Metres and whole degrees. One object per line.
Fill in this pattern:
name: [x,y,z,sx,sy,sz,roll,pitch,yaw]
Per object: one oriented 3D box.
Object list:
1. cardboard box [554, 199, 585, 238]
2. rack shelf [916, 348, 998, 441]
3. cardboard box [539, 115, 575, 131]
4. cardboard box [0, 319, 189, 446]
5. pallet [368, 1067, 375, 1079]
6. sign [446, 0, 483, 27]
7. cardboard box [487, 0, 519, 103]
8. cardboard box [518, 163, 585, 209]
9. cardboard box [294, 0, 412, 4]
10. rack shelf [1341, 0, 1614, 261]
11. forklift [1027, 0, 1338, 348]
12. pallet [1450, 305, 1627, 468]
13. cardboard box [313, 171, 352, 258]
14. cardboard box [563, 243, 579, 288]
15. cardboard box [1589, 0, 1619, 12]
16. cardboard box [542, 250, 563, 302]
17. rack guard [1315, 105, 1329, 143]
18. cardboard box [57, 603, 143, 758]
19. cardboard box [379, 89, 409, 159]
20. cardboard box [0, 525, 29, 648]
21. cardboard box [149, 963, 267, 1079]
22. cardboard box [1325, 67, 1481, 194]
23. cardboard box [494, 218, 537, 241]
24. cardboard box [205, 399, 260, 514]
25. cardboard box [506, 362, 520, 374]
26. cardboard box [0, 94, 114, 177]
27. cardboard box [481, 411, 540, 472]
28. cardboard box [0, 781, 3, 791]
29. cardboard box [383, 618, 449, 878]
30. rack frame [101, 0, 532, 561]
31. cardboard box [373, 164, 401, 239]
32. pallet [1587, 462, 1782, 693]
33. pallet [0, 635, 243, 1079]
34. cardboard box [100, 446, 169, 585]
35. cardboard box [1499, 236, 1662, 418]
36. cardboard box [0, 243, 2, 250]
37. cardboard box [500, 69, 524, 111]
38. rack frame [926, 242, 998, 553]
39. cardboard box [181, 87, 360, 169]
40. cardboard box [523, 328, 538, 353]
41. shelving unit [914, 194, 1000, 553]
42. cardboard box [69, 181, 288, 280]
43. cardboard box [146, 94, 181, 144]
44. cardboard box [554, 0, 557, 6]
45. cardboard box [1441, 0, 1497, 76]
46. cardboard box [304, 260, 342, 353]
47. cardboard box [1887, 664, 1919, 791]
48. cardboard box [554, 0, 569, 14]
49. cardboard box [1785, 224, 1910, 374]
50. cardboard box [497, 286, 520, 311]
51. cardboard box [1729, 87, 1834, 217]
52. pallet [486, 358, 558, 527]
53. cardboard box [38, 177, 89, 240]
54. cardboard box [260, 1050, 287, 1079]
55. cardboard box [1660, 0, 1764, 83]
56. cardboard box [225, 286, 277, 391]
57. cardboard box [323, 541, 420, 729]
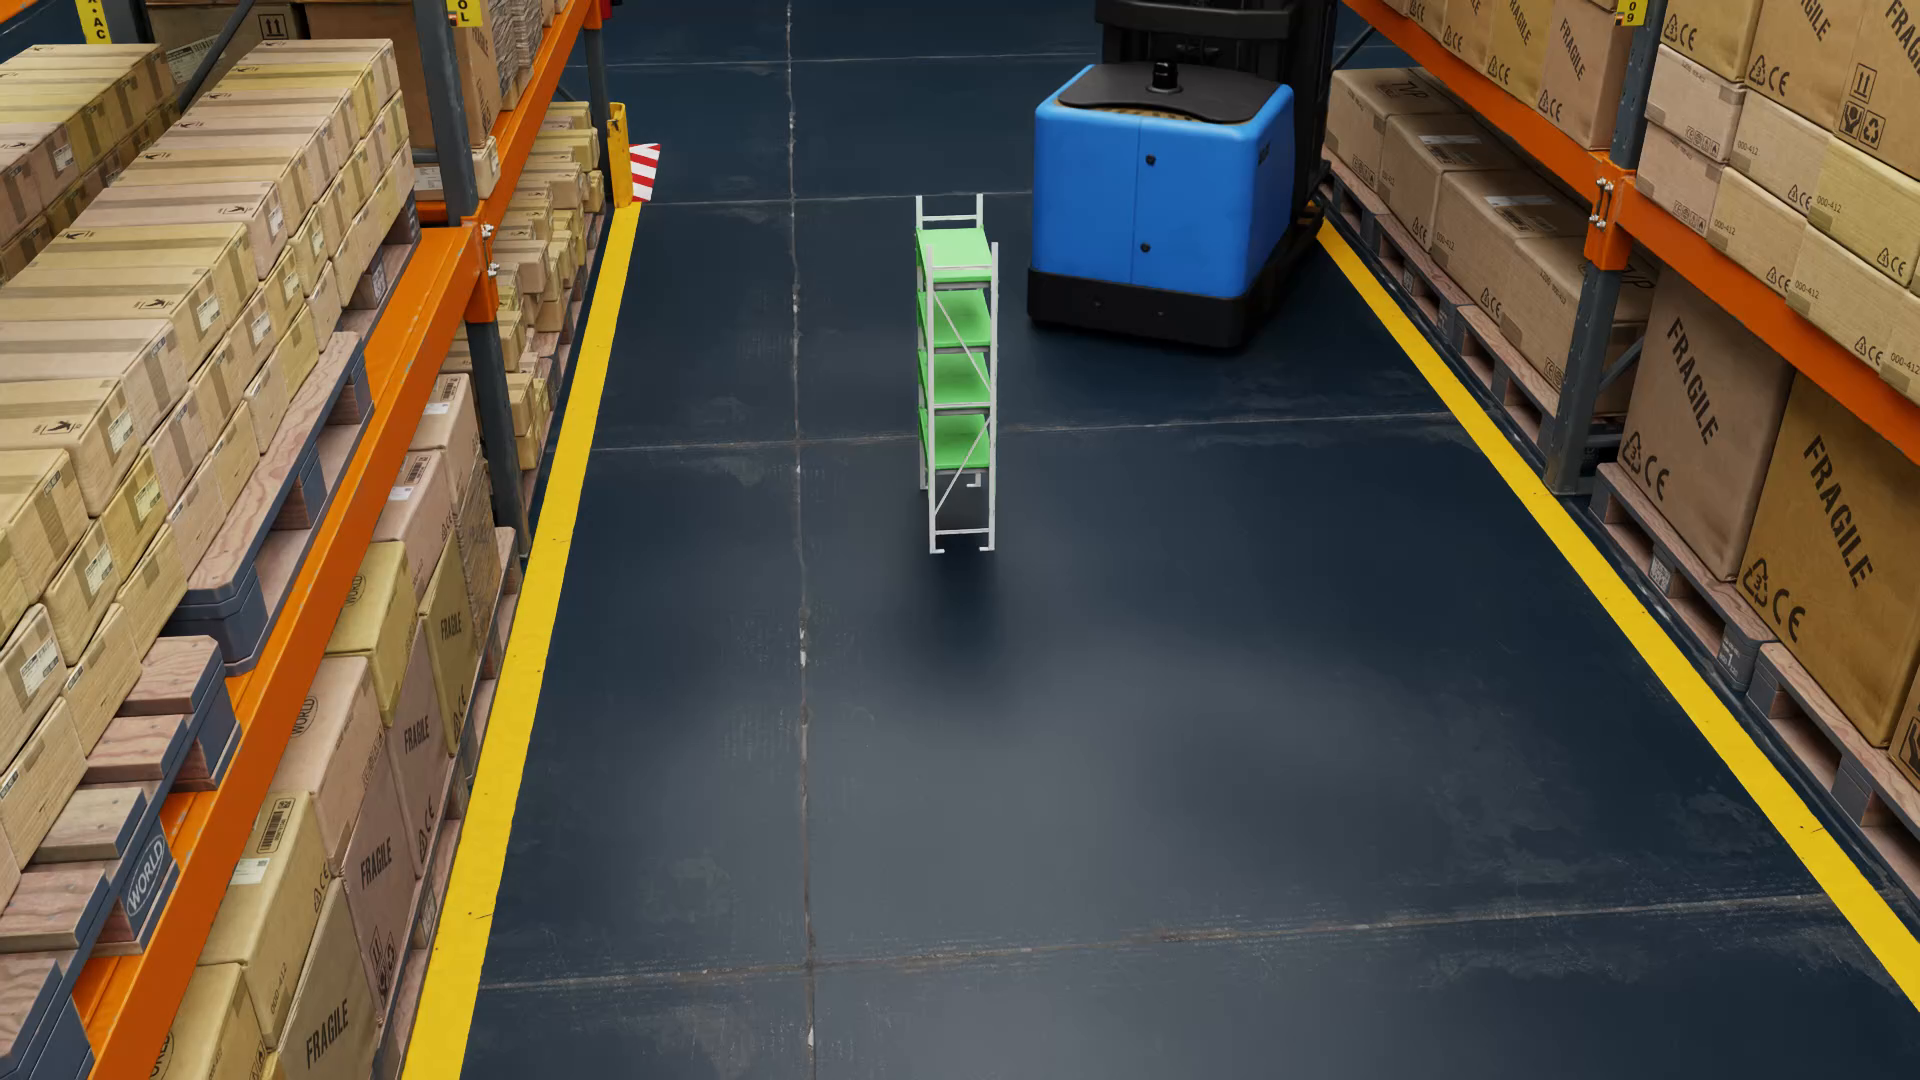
cardboard box: [-2.024,-1.562,8.021,0.380,0.149,0.250,-2,31,-4]
rack shelf: [-0.015,-0.545,6.117,0.258,0.148,0.480,-3,31,-5]
cardboard box: [-2.201,-2.086,8.607,0.380,0.149,0.250,-2,31,-4]
cardboard box: [-1.670,-0.288,3.062,0.380,0.149,0.250,-1,31,-2]
pallet: [-1.794,1.619,3.333,1.003,0.211,1.213,-3,31,-5]
sign: [-1.543,-1.746,5.120,0.100,0.325,0.005,-3,31,-5]
cardboard box: [-1.944,-1.909,6.133,0.500,0.500,0.500,-3,31,-5]
cardboard box: [-2.009,-1.690,7.944,0.380,0.149,0.250,-2,31,-3]
cardboard box: [-1.895,-2.063,5.416,0.500,0.500,0.500,-2,31,-3]
rack shelf: [2.636,-2.222,7.746,1.077,0.370,4.000,-3,31,-5]
forklift: [1.330,-2.875,8.205,1.130,2.935,3.031,11,33,18]
pallet: [2.830,-0.705,7.224,1.003,0.211,1.213,-3,31,-5]
cardboard box: [-1.786,-0.827,4.254,0.380,0.149,0.250,-4,31,-6]
cardboard box: [-2.021,-1.302,7.875,0.380,0.149,0.250,-2,31,-4]
cardboard box: [2.504,-2.210,5.952,0.500,0.500,0.500,-3,31,-5]
cardboard box: [-1.968,-1.164,7.355,0.380,0.149,0.250,-3,31,-5]
rack guard: [2.447,-2.491,9.933,1.175,0.500,0.348,-3,31,-5]
cardboard box: [-1.613,0.236,2.765,0.380,0.149,0.250,-1,31,-2]
cardboard box: [-1.862,-1.227,4.925,0.380,0.149,0.250,-2,31,-3]
cardboard box: [-1.600,0.111,2.394,0.380,0.149,0.250,-4,31,-6]
cardboard box: [-1.545,1.029,2.900,0.500,0.250,0.500,-4,31,-7]
cardboard box: [2.611,-2.300,9.265,0.875,0.438,0.875,-4,31,-6]
cardboard box: [-2.058,-1.290,7.275,0.380,0.149,0.250,-4,31,-7]
cardboard box: [-1.689,-0.166,3.438,0.380,0.149,0.250,-2,31,-4]
cardboard box: [-1.924,-0.630,6.461,0.380,0.149,0.250,-3,31,-4]
cardboard box: [-2.463,-1.053,4.342,0.380,0.149,0.250,-2,31,-4]
cardboard box: [-1.810,-0.379,6.329,0.380,0.149,0.250,-4,31,-7]
cardboard box: [-1.567,0.365,2.259,0.380,0.149,0.250,-1,31,-2]
cardboard box: [-1.685,0.562,4.413,0.500,0.500,0.500,-3,31,-6]
rack frame: [-2.096,-1.221,5.369,1.000,3.000,0.127,-3,31,-5]
cardboard box: [-1.836,-0.967,4.780,0.380,0.149,0.250,-3,31,-4]
pallet: [2.970,0.078,5.914,1.003,0.211,1.213,-3,31,-5]
pallet: [-1.895,0.545,2.600,1.213,0.211,1.003,-3,31,-5]
cardboard box: [-1.647,-0.039,2.935,0.380,0.149,0.250,-3,31,-4]
cardboard box: [2.871,-0.916,6.947,0.875,0.438,0.875,-3,31,-5]
cardboard box: [-2.395,-0.666,3.694,0.380,0.149,0.250,-2,31,-3]
cardboard box: [-1.950,-1.806,6.594,0.380,0.149,0.250,-2,31,-4]
rack frame: [0.007,-0.475,5.875,0.240,1.200,0.015,-3,31,-5]
cardboard box: [-1.816,-1.084,4.395,0.380,0.149,0.250,-4,31,-6]
cardboard box: [-1.983,-0.766,6.978,0.380,0.149,0.250,-3,31,-6]
shelving unit: [-0.015,-0.600,6.084,0.258,1.200,0.503,-3,31,-5]
cardboard box: [-1.743,-0.688,3.732,0.380,0.149,0.250,-4,31,-7]
cardboard box: [-2.517,-1.198,4.876,0.380,0.149,0.250,-2,31,-4]
cardboard box: [-2.071,-2.695,7.449,0.500,0.500,0.500,-3,31,-4]
cardboard box: [2.410,-2.296,7.071,0.500,0.500,0.500,-3,31,-5]
cardboard box: [-1.760,-0.570,4.115,0.380,0.149,0.250,-4,31,-7]
cardboard box: [3.136,0.452,4.230,0.875,0.875,0.875,-2,31,-4]
cardboard box: [-2.086,-2.617,7.951,0.380,0.149,0.250,-2,31,-3]
cardboard box: [2.683,-0.681,4.612,0.500,0.250,0.500,-3,31,-5]
cardboard box: [-1.961,-0.889,6.603,0.380,0.149,0.250,-3,31,-5]
cardboard box: [2.660,-1.157,4.920,0.500,0.250,0.500,-2,31,-4]
pallet: [-2.194,-0.365,6.655,1.003,0.211,1.213,-3,31,-5]
cardboard box: [-2.441,-0.801,4.212,0.380,0.149,0.250,-4,31,-7]
cardboard box: [-1.534,1.341,3.108,0.500,0.500,0.500,-4,31,-7]
cardboard box: [2.578,-1.743,5.171,0.500,0.500,0.500,-2,31,-4]
cardboard box: [-1.718,-0.430,3.591,0.380,0.149,0.250,-2,31,-3]
cardboard box: [-1.676,0.250,4.202,0.500,0.250,0.500,-4,31,-7]
